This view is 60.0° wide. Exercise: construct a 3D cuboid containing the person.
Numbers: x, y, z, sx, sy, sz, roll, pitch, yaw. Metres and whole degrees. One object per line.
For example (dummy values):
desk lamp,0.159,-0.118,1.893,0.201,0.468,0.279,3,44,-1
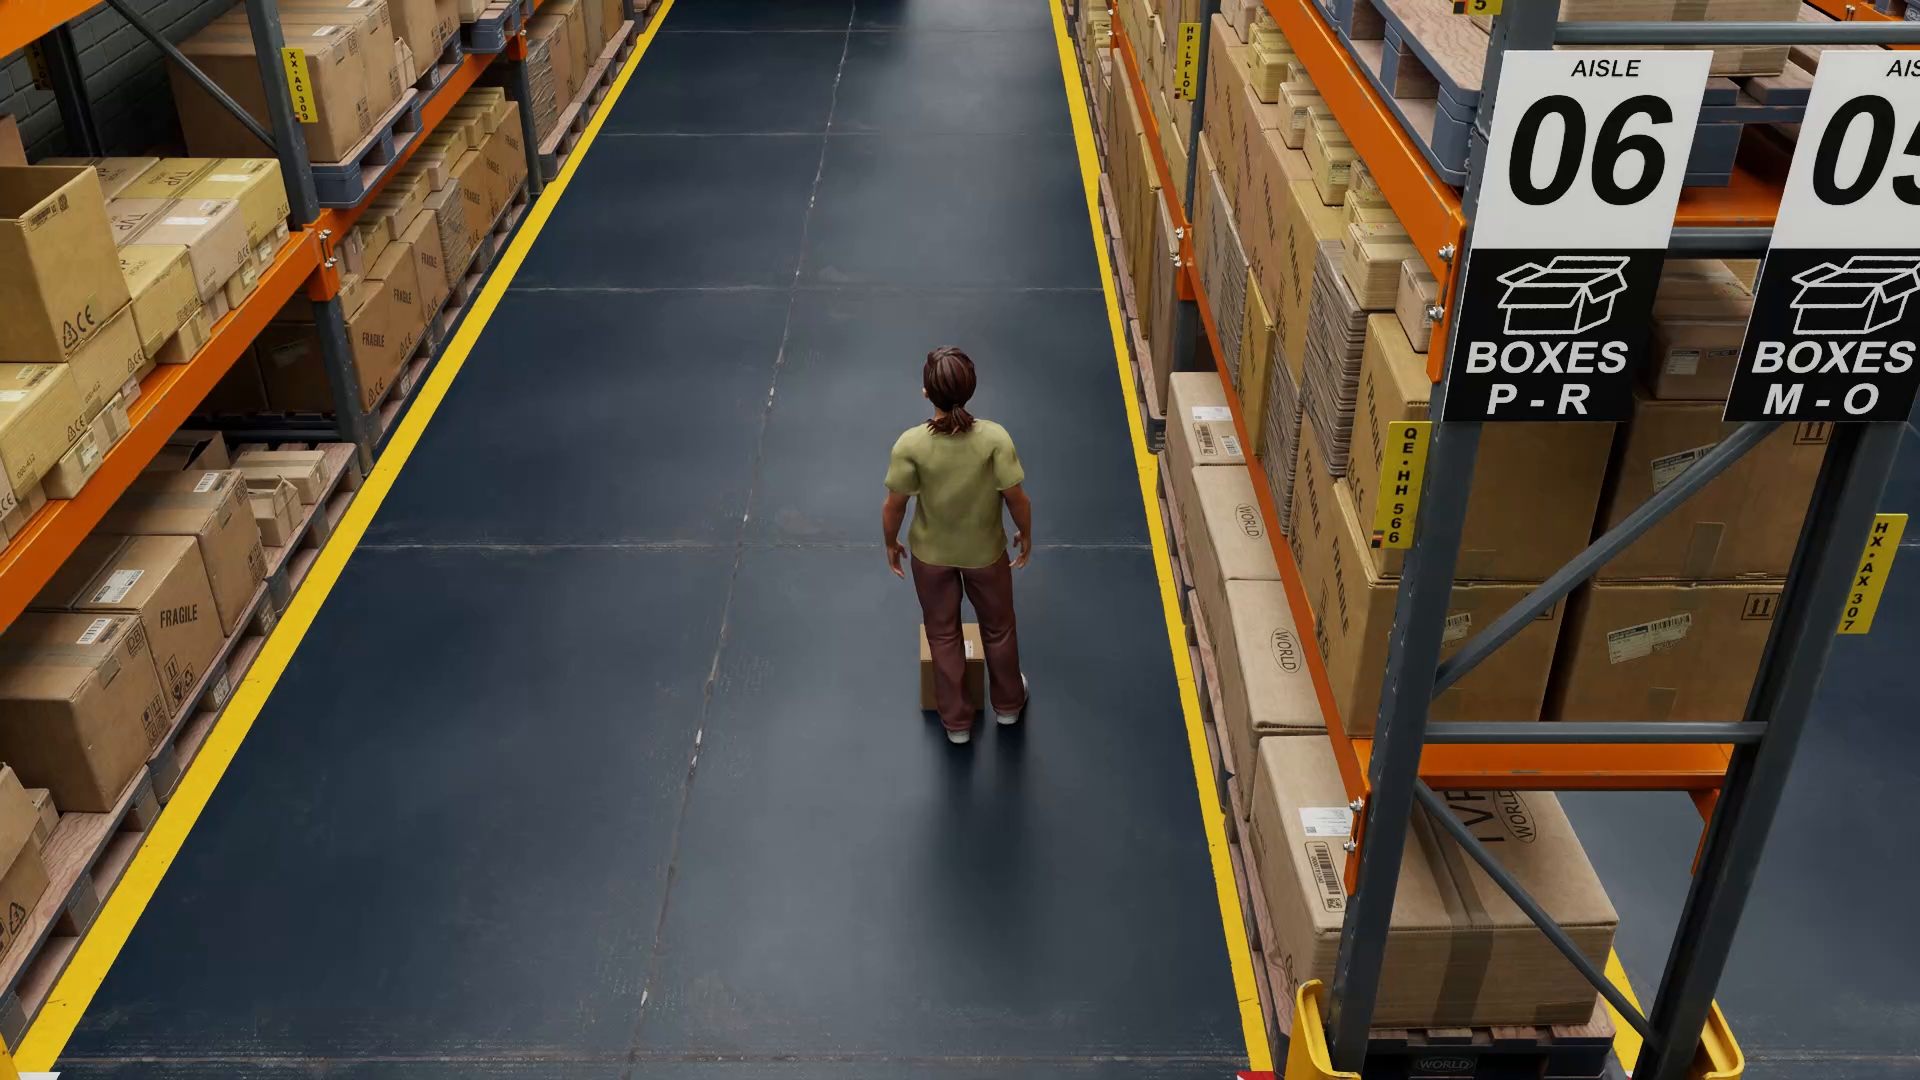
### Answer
person,0.000,0.009,6.105,0.555,1.674,0.548,0,32,0
